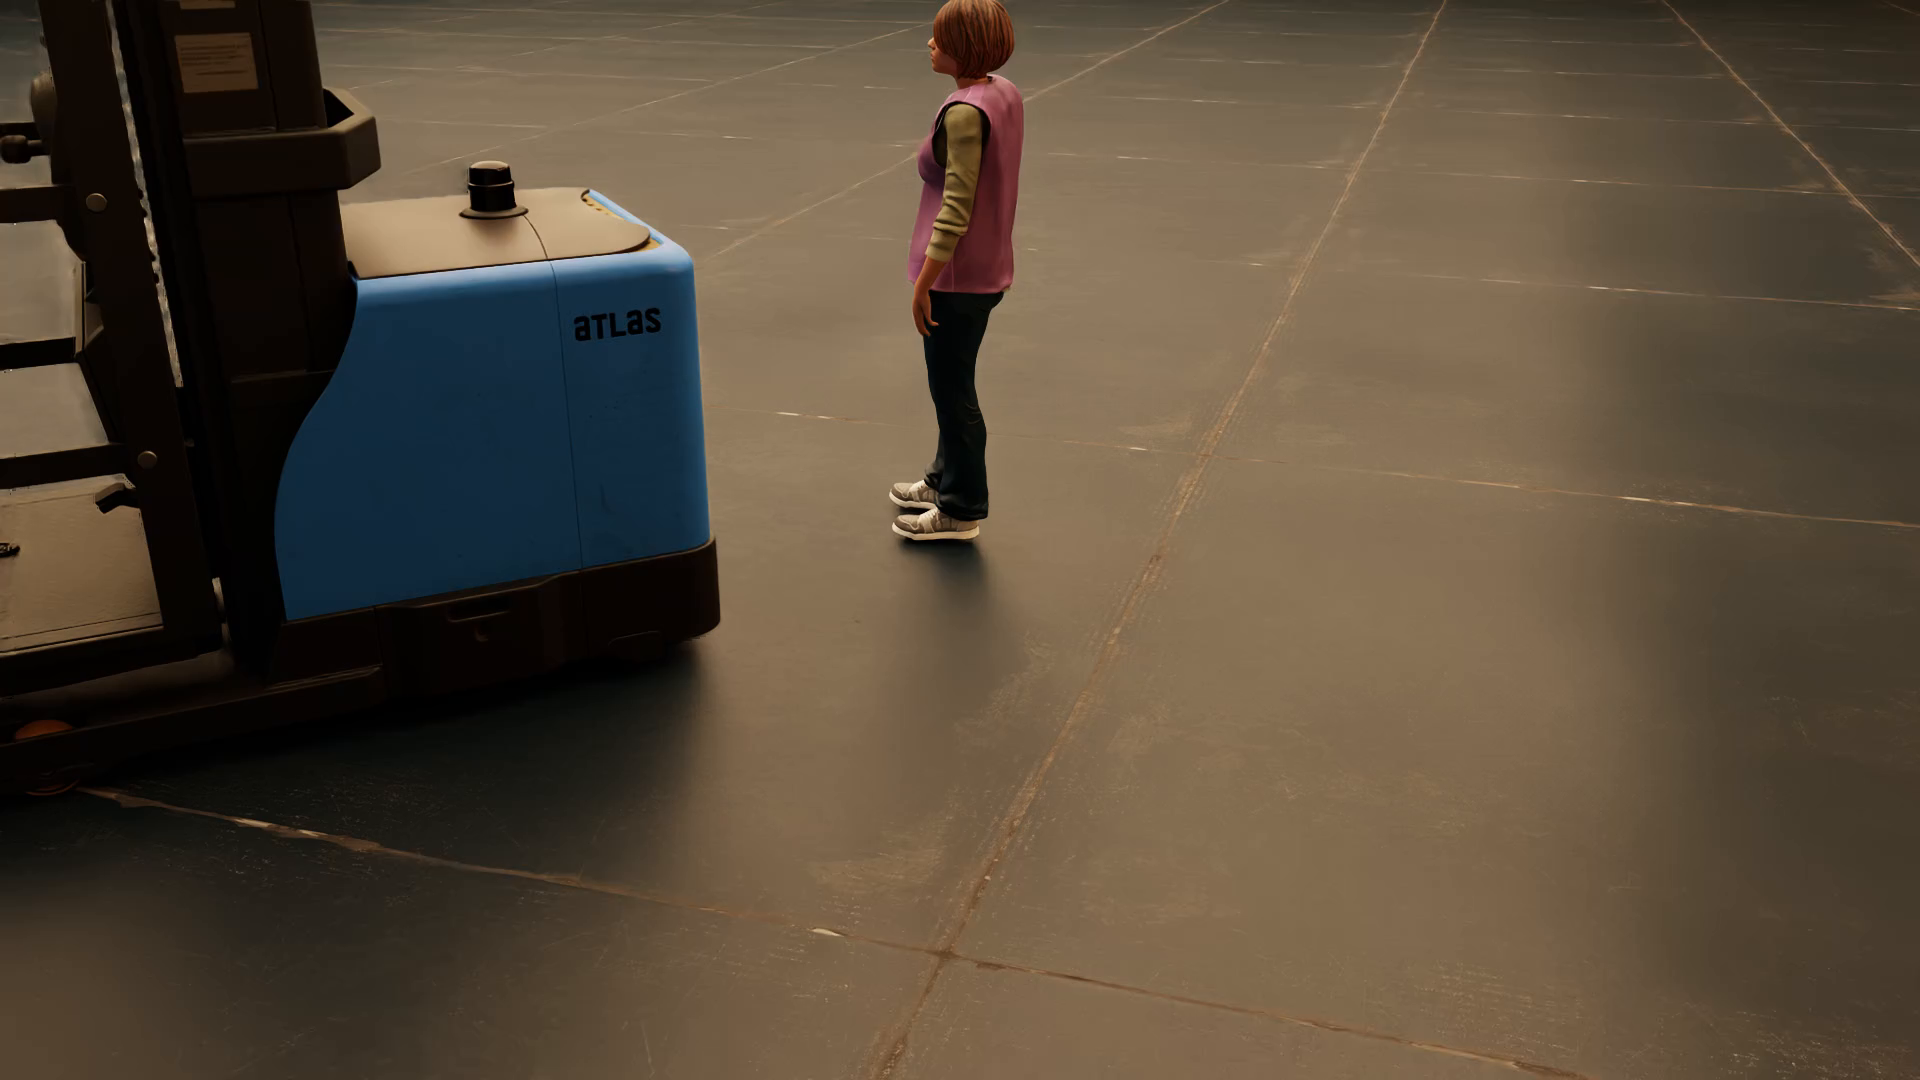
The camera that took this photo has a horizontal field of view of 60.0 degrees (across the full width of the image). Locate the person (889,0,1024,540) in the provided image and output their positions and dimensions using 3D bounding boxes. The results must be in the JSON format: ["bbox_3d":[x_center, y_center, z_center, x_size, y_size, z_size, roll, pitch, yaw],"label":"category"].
[{"bbox_3d":[-0.068,-0.758,4.846,0.472,1.600,0.520,7,23,16],"label":"person"}]

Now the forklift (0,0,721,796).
[{"bbox_3d":[-2.190,-0.978,3.649,3.031,2.935,1.130,-11,25,-24],"label":"forklift"}]
